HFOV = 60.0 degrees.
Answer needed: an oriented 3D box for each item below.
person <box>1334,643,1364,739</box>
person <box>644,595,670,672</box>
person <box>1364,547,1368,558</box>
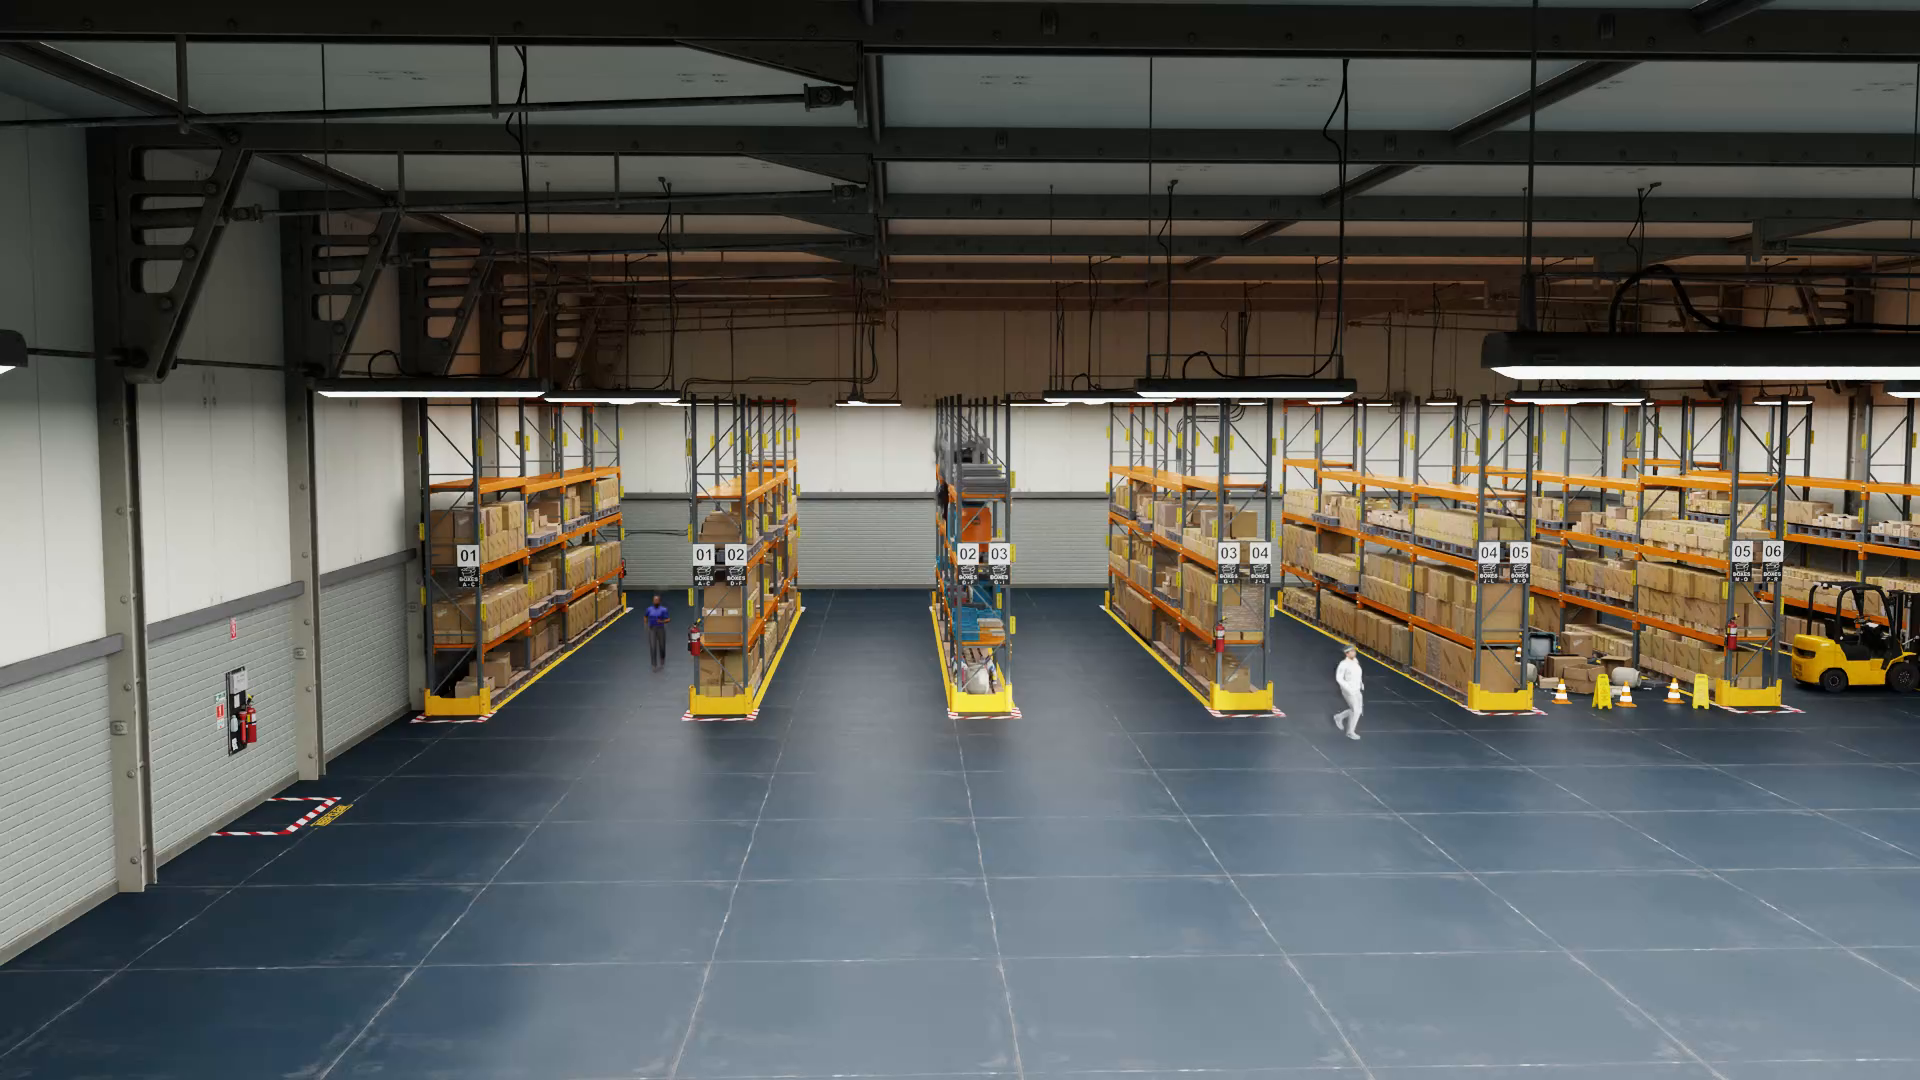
[{"bbox_3d":[6.784,2.620,29.020,0.497,1.673,0.616,4,6,44],"label":"person"},{"bbox_3d":[-6.642,2.021,36.425,0.583,1.632,0.924,-1,5,-7],"label":"person"},{"bbox_3d":[11.946,1.055,49.097,0.718,1.720,0.573,0,4,0],"label":"person"}]
